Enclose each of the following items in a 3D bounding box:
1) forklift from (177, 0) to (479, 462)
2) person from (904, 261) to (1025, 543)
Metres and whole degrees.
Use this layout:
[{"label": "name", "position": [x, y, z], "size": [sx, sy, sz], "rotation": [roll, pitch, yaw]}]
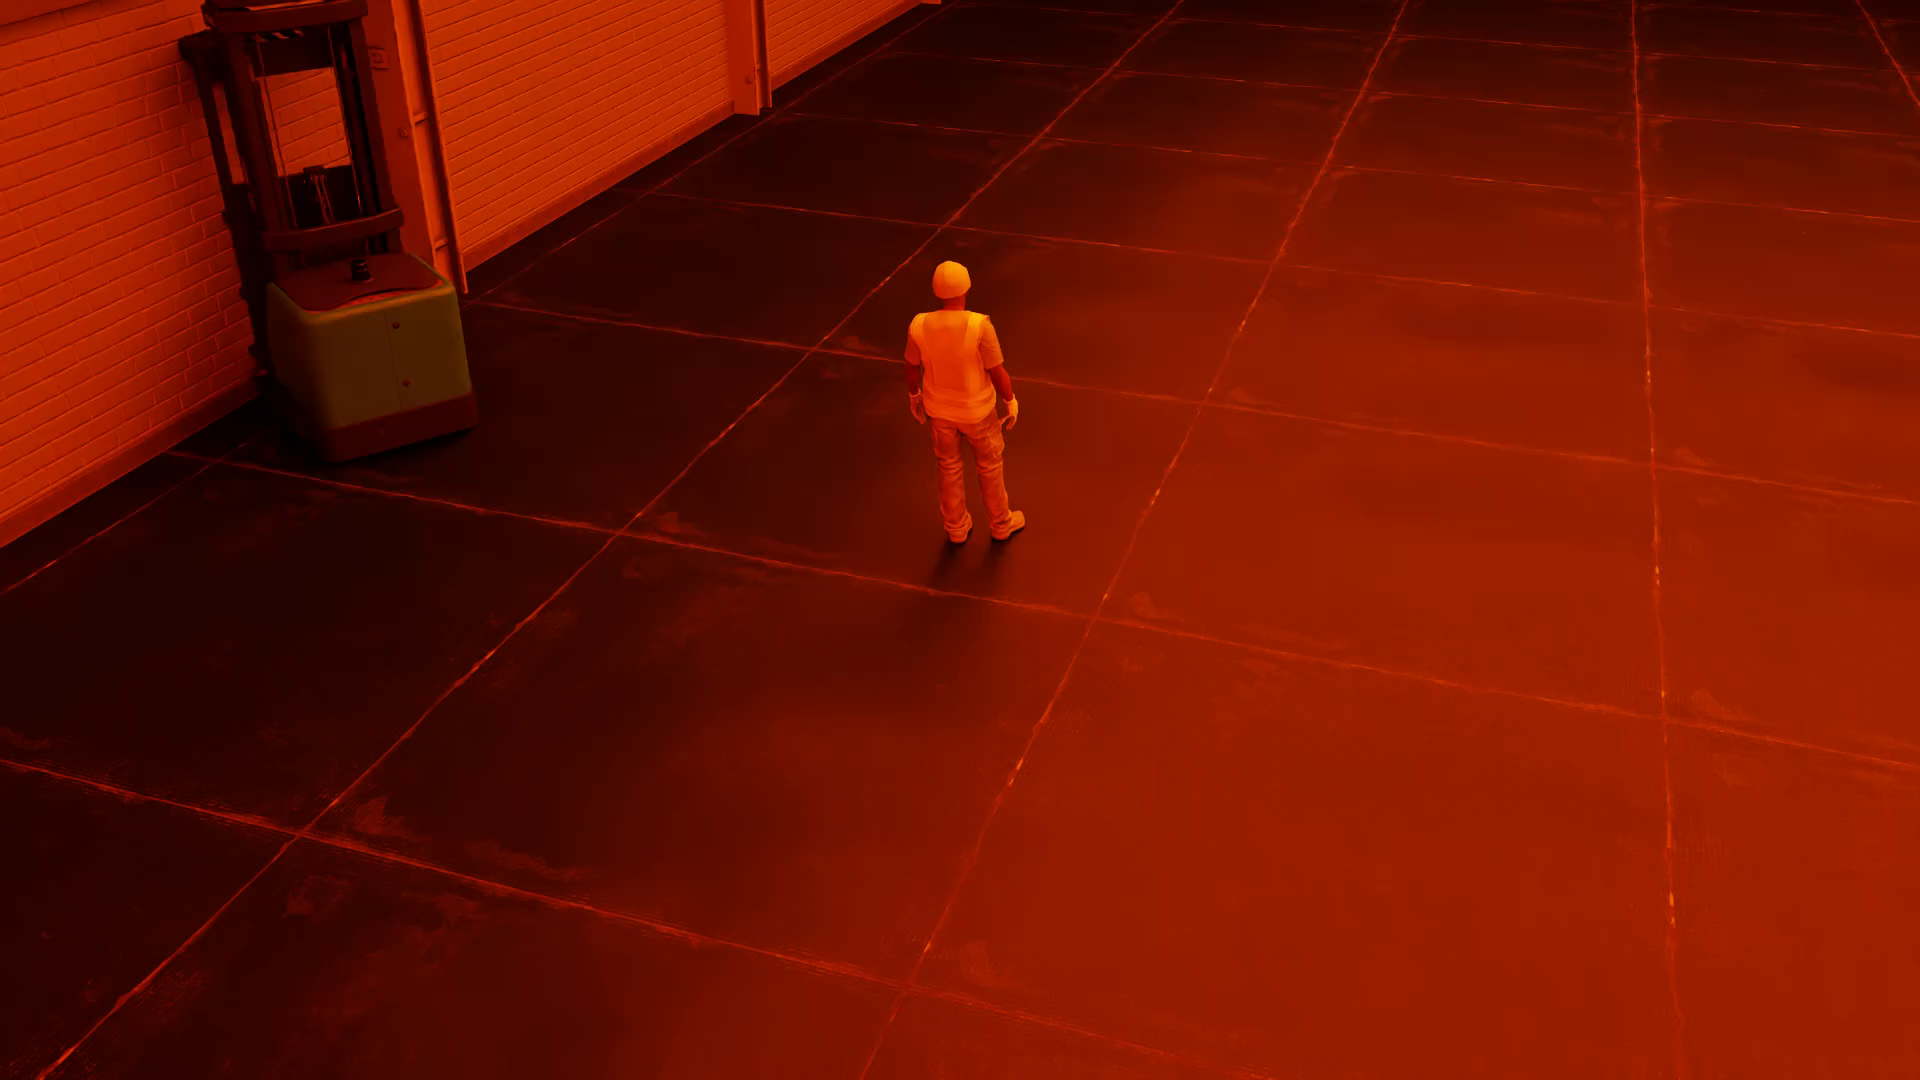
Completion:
[{"label": "forklift", "position": [-4.560, -2.454, 11.442], "size": [1.130, 2.935, 3.031], "rotation": [-20, 35, -31]}, {"label": "person", "position": [0.032, -0.813, 9.707], "size": [0.656, 1.782, 0.577], "rotation": [10, 31, 16]}]
